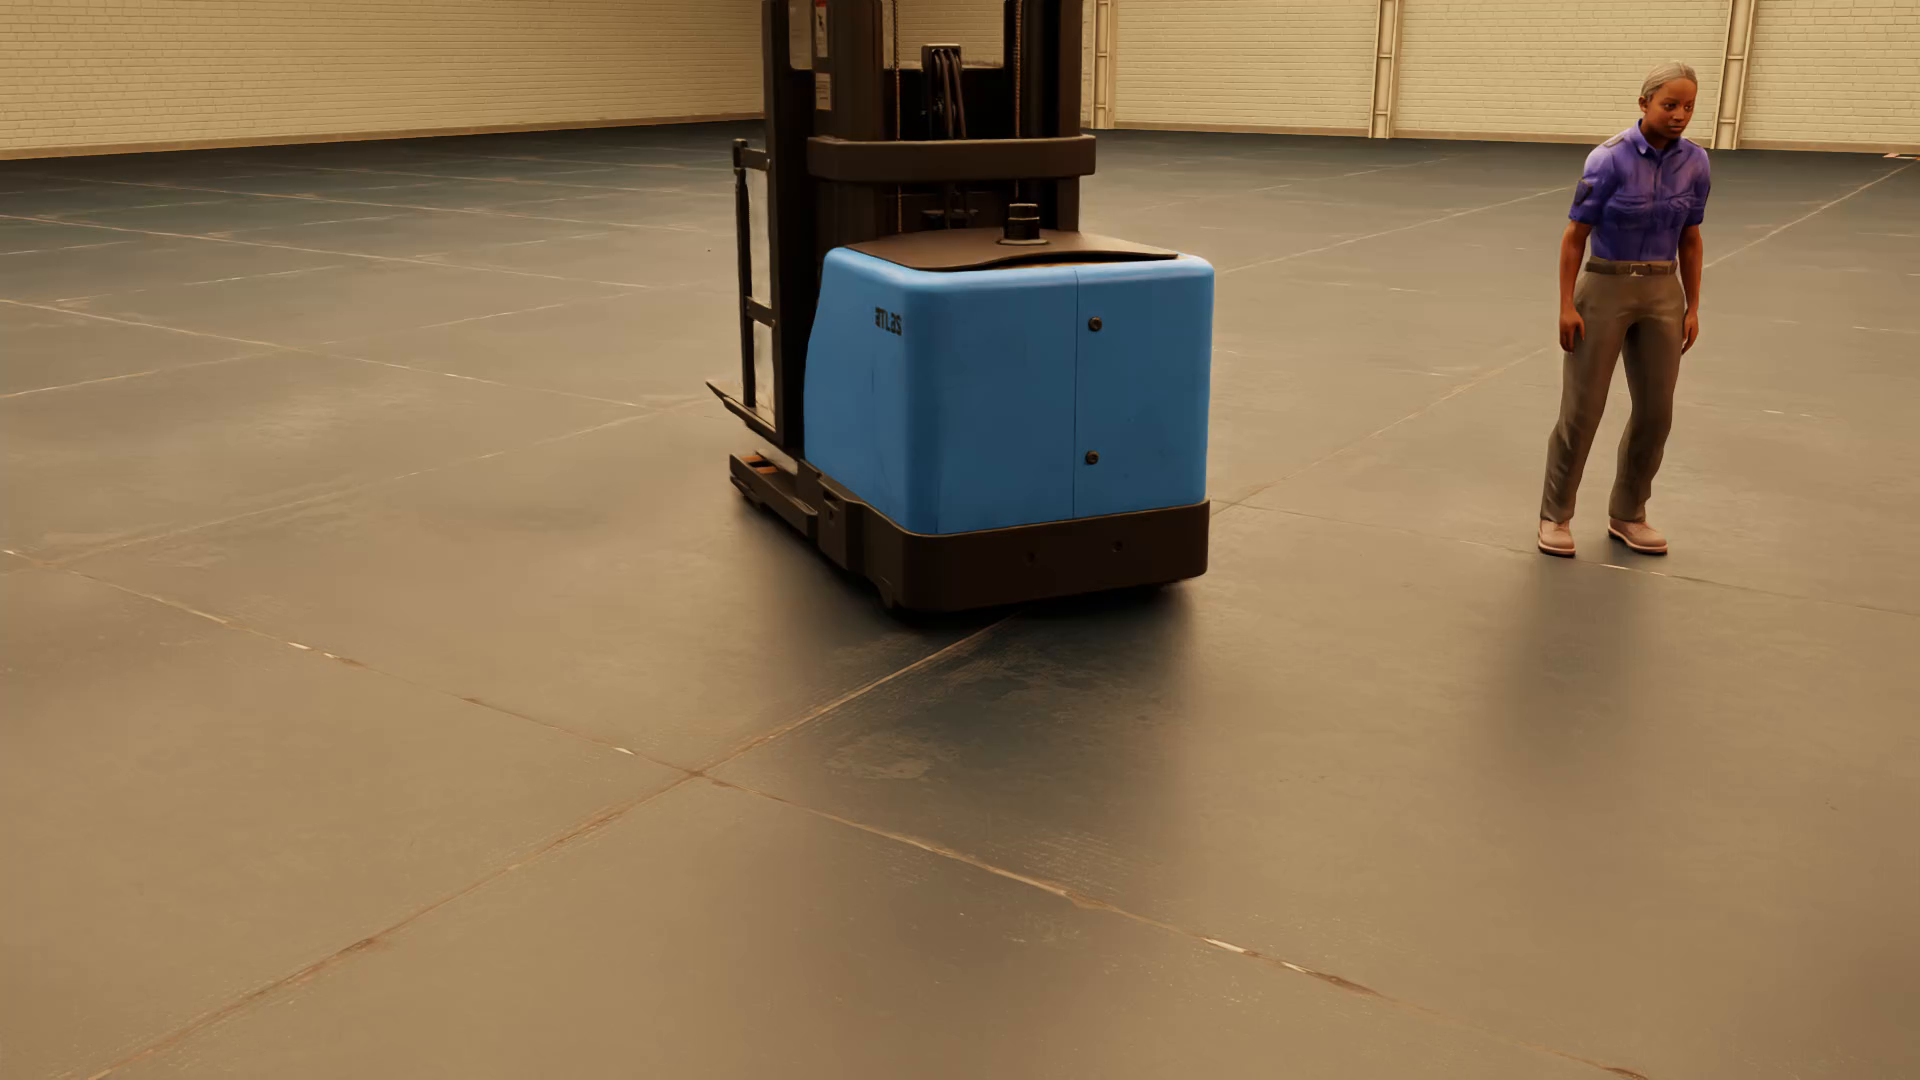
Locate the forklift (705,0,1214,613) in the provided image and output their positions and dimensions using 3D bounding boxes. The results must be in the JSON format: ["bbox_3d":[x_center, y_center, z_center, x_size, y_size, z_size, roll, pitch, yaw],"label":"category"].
[{"bbox_3d":[-0.253,-1.564,6.064,1.130,2.935,3.031,-7,18,-22],"label":"forklift"}]

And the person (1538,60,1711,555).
[{"bbox_3d":[2.282,-0.782,5.682,0.511,1.653,0.351,-1,17,-2],"label":"person"}]
